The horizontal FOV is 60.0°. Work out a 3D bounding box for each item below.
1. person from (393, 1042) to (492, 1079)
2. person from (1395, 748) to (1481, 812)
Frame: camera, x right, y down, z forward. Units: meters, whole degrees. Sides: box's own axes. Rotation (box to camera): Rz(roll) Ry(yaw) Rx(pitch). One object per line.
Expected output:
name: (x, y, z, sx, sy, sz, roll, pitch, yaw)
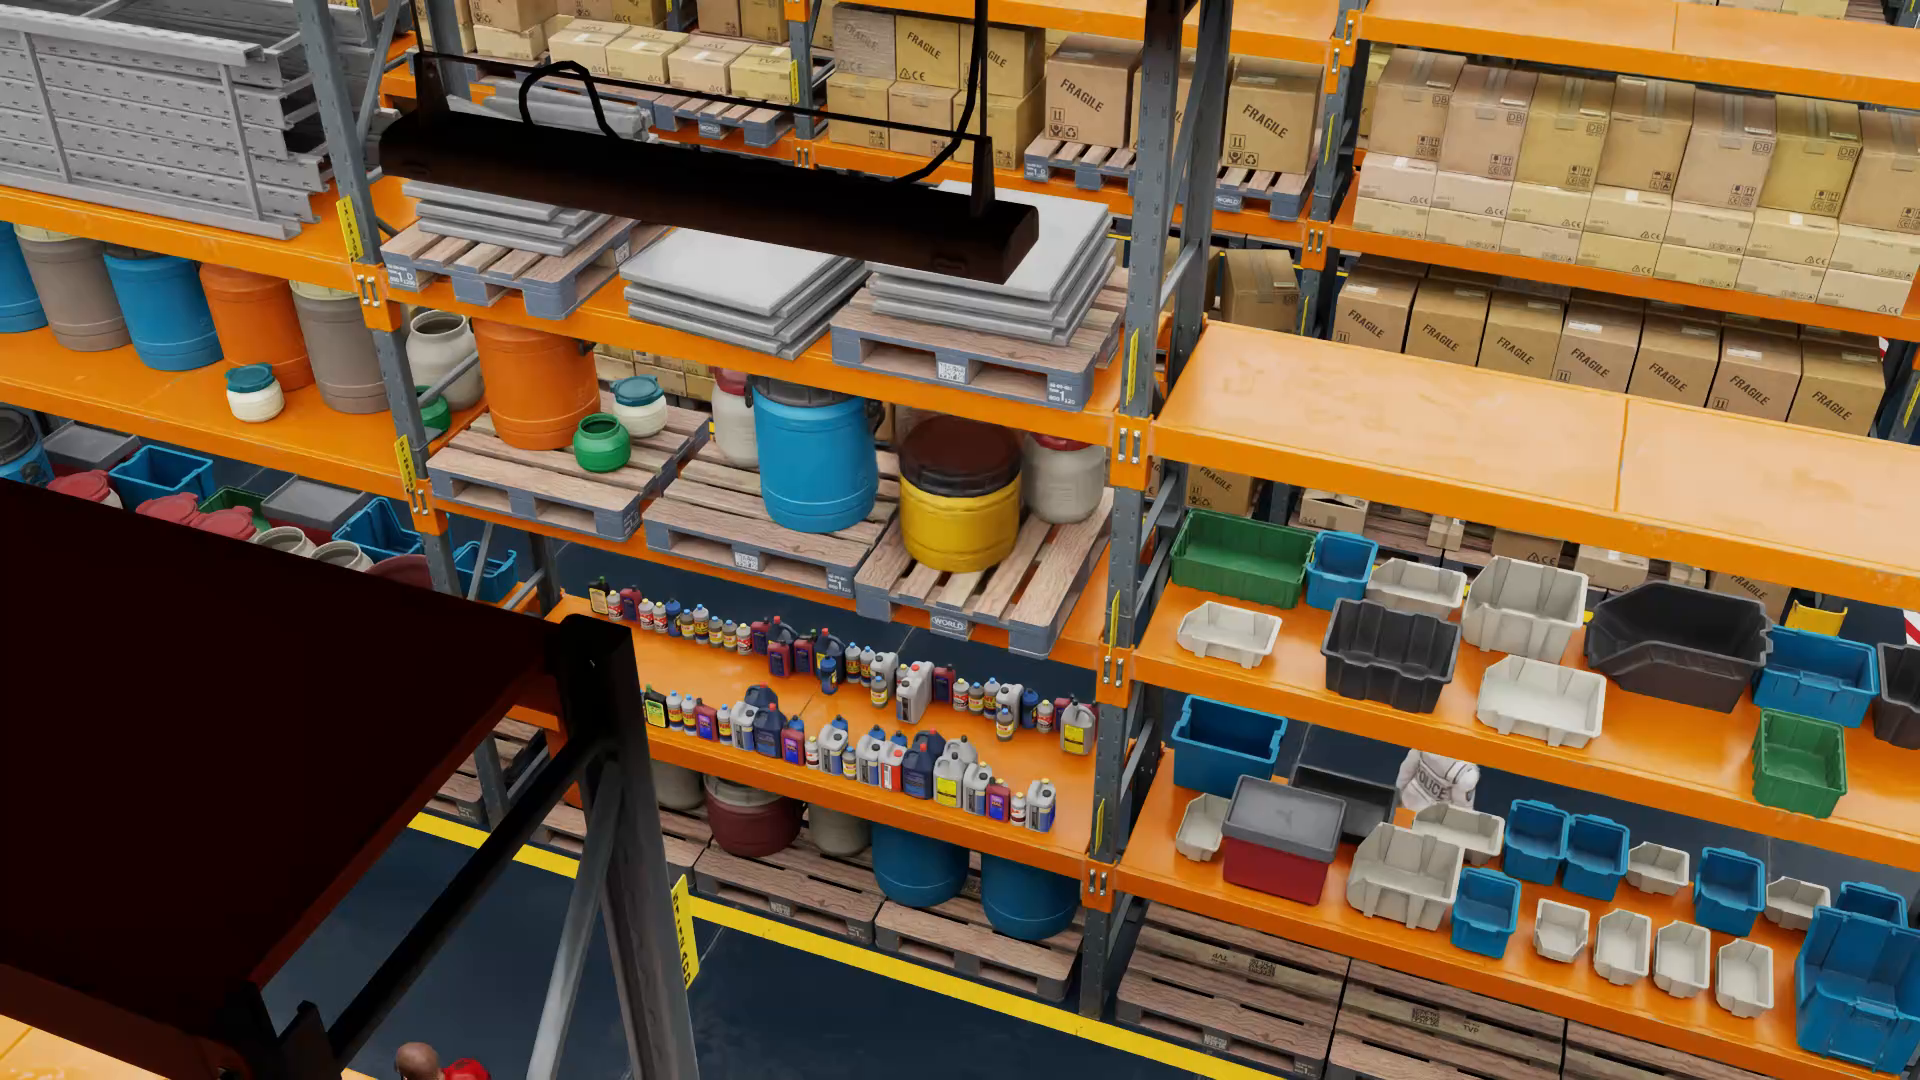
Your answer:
person: (-2.396, 2.859, 7.722, 0.631, 1.650, 0.588, 19, 41, 24)
person: (2.712, 1.569, 9.541, 0.390, 1.661, 0.527, -16, 39, -20)
